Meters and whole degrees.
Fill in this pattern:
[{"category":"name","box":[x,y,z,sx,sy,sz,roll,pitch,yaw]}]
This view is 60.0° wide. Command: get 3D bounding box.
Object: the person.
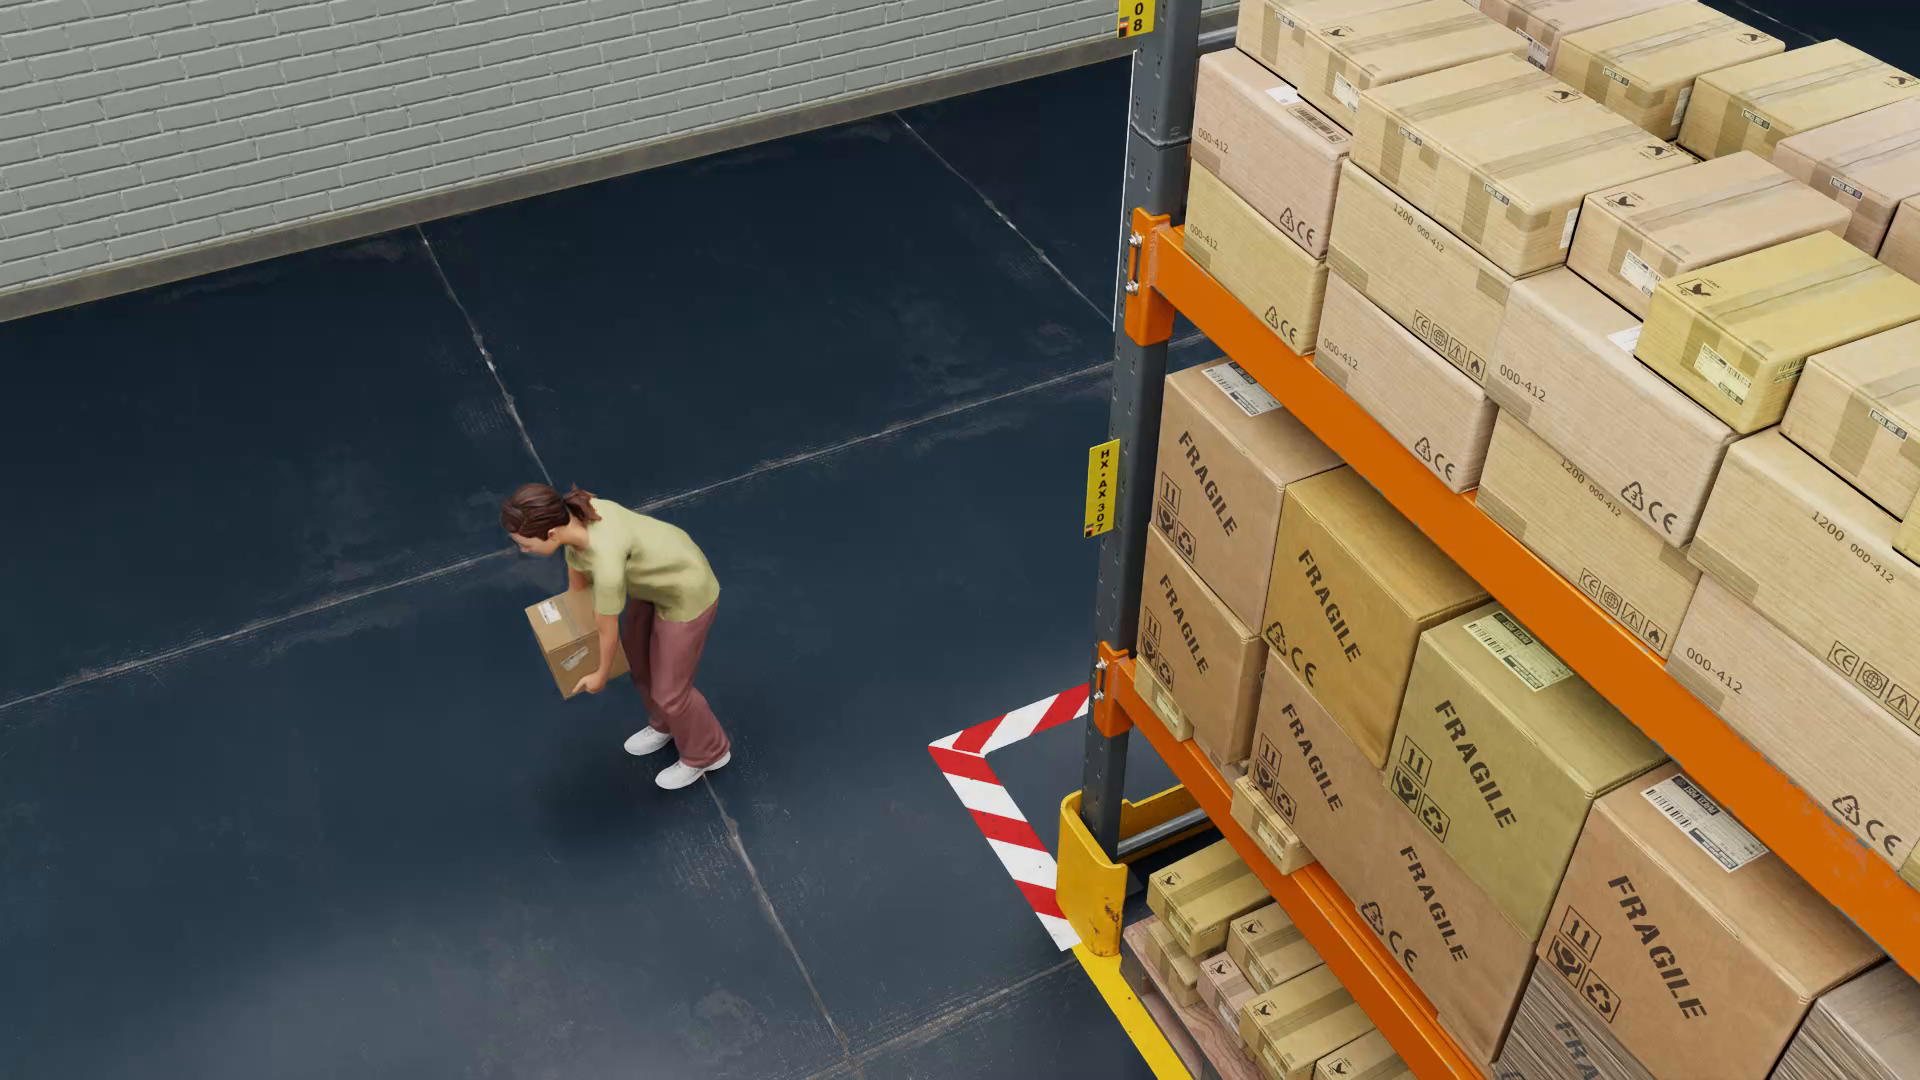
[{"category":"person","box":[-1.192,0.319,5.943,0.684,1.489,0.406,-20,45,-21]}]
